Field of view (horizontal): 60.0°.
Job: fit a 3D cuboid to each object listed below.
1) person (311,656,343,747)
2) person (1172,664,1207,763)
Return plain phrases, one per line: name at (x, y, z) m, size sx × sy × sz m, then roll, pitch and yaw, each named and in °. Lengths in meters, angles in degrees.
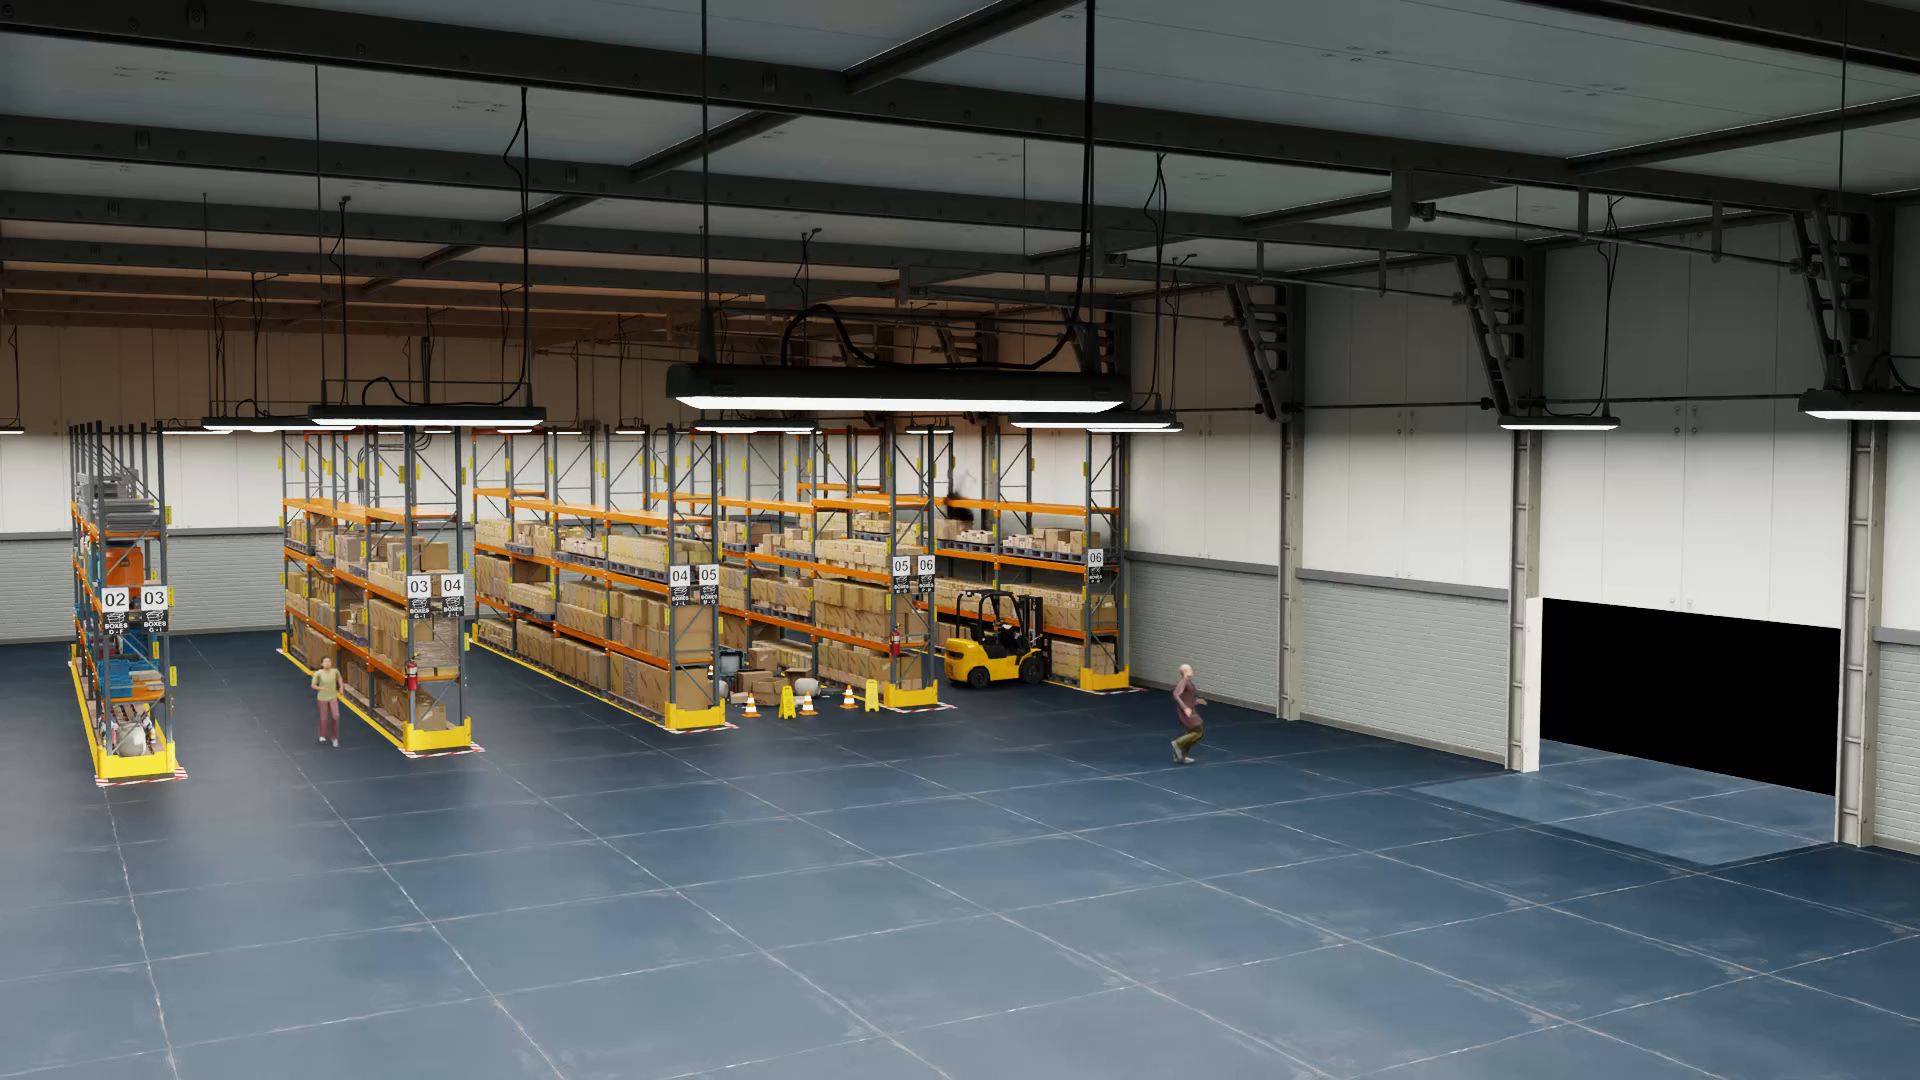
person at (-11.727, 2.999, 30.839) m, size 0.597 × 1.736 × 0.711 m, roll -2°, pitch 4°, yaw -34°
person at (4.030, 3.048, 29.178) m, size 0.623 × 1.735 × 0.701 m, roll 0°, pitch 4°, yaw 8°
